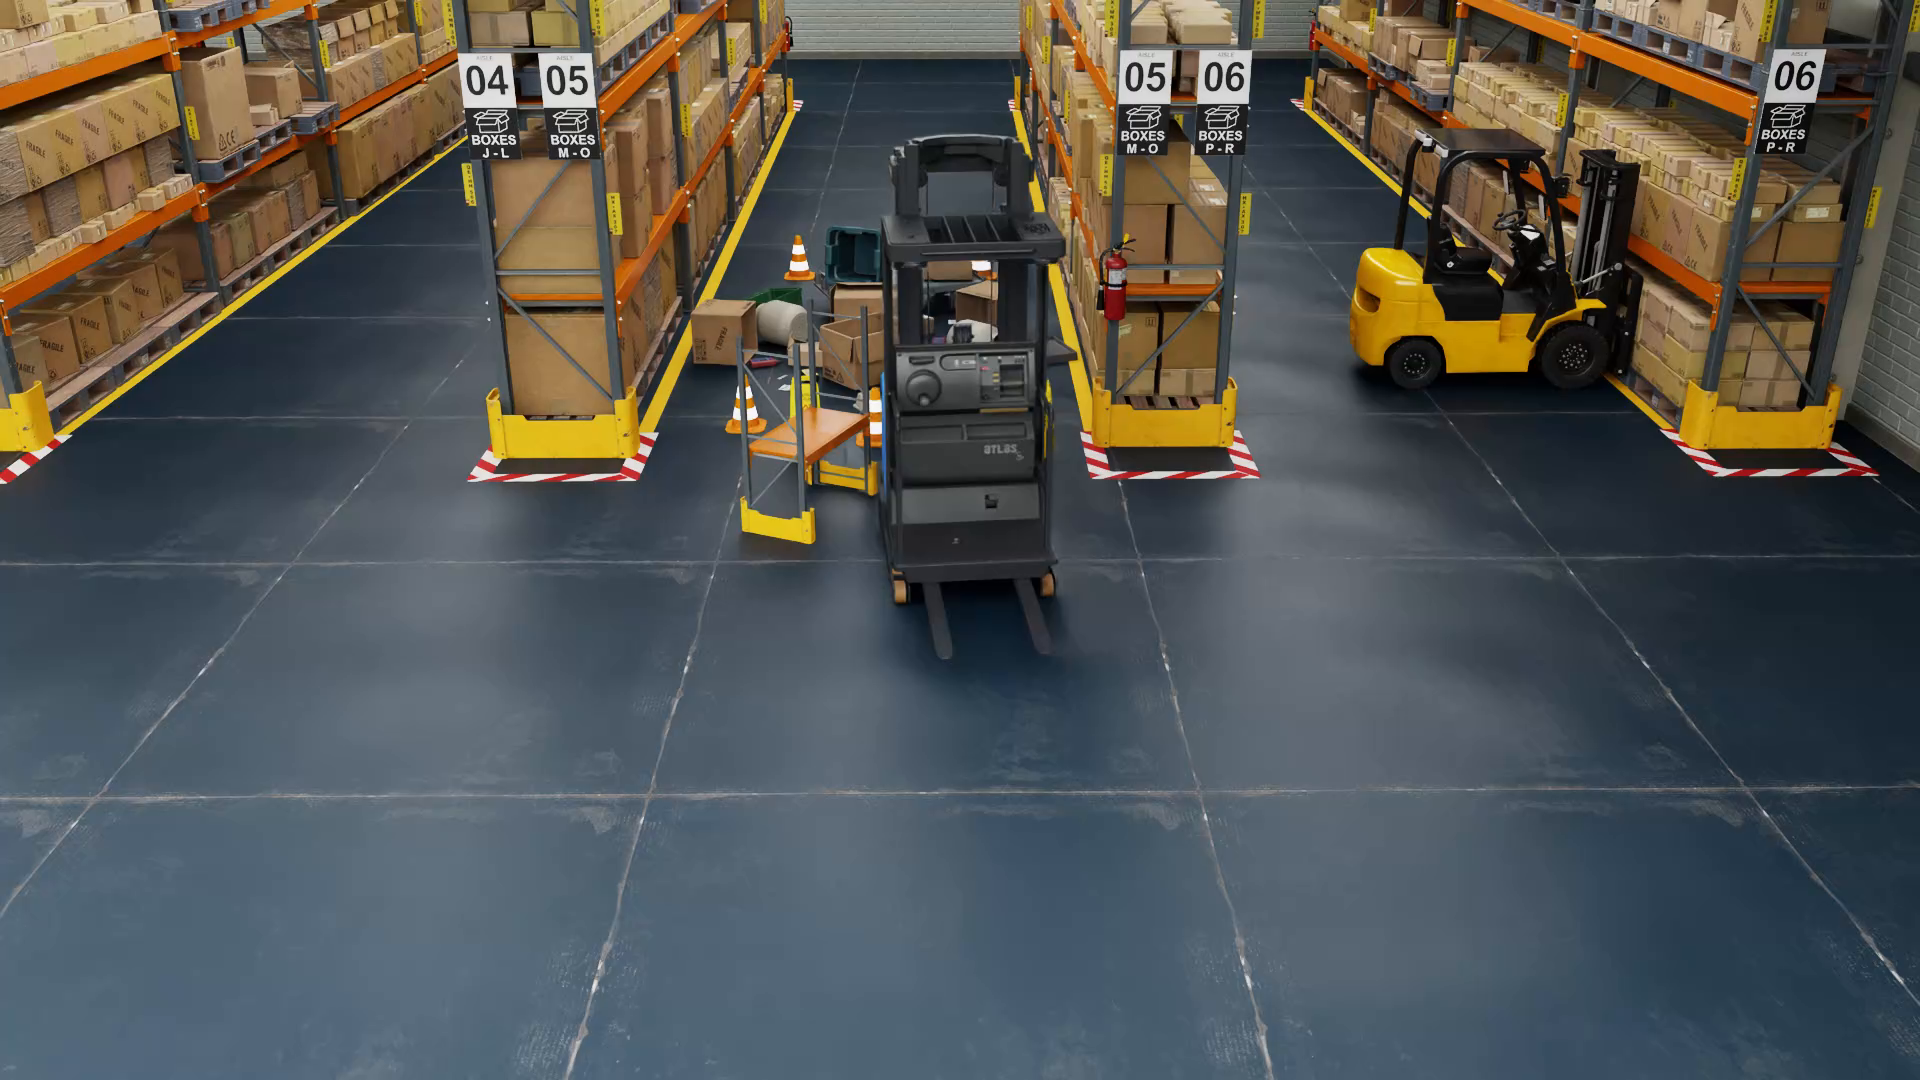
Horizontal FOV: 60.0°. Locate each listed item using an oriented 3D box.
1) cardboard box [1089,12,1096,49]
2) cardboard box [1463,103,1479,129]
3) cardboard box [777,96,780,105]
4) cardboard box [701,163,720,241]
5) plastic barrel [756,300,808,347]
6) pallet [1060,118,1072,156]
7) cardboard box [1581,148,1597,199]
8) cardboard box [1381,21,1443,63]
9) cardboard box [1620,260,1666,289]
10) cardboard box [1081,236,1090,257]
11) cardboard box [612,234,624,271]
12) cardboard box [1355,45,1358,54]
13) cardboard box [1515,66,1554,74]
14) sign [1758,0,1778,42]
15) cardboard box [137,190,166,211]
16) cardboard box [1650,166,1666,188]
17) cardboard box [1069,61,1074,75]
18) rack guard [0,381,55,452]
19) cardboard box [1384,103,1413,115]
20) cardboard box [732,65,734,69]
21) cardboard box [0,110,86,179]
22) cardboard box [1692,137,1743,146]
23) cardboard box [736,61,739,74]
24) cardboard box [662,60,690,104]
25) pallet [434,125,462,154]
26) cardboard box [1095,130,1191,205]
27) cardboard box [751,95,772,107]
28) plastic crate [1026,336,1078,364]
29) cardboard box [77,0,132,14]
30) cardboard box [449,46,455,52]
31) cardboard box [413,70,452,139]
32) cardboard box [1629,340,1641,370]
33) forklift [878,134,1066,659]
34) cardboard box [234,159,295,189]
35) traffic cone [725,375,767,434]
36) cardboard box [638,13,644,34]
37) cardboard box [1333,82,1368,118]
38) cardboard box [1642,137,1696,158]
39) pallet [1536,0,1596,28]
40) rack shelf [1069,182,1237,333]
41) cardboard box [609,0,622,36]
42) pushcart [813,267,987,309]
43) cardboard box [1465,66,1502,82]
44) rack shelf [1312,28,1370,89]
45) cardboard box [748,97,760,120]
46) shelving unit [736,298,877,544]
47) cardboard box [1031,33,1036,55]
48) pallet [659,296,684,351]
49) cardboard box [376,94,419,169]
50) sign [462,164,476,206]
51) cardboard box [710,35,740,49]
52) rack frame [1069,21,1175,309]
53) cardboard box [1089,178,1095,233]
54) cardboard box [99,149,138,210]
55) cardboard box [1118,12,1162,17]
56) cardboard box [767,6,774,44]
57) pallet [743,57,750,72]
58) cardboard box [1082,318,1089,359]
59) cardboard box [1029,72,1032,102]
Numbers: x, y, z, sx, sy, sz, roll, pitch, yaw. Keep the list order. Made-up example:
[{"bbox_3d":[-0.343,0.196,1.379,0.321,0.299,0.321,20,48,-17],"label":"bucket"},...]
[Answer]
[{"bbox_3d":[1.401,-4.451,14.516,0.500,0.250,0.500,0,24,0],"label":"cardboard box"},{"bbox_3d":[6.336,-5.039,19.817,0.500,0.250,0.500,-1,24,-2],"label":"cardboard box"},{"bbox_3d":[-3.108,-7.092,26.762,0.380,0.149,0.250,0,24,0],"label":"cardboard box"},{"bbox_3d":[-3.408,-3.966,19.482,1.050,0.750,0.750,0,24,0],"label":"cardboard box"},{"bbox_3d":[-1.748,-2.128,16.325,0.512,0.421,0.421,19,30,35],"label":"plastic barrel"},{"bbox_3d":[1.674,-4.572,18.835,1.003,0.211,1.213,0,24,-1],"label":"pallet"},{"bbox_3d":[6.384,-3.497,16.105,0.500,0.500,0.500,0,24,0],"label":"cardboard box"},{"bbox_3d":[6.318,-6.970,23.274,0.700,0.500,0.500,0,24,0],"label":"cardboard box"},{"bbox_3d":[6.320,-2.412,15.439,0.500,0.250,0.500,-1,24,-2],"label":"cardboard box"},{"bbox_3d":[1.346,-2.784,15.778,0.380,0.149,0.250,1,24,2],"label":"cardboard box"},{"bbox_3d":[-3.327,-2.562,13.976,0.875,0.550,0.550,0,24,-1],"label":"cardboard box"},{"bbox_3d":[6.248,-7.485,25.348,0.380,0.149,0.250,0,24,1],"label":"cardboard box"},{"bbox_3d":[6.895,-5.599,19.965,0.380,0.149,0.250,0,24,1],"label":"cardboard box"},{"bbox_3d":[6.119,-3.940,12.585,0.100,0.325,0.005,0,24,-1],"label":"sign"},{"bbox_3d":[-7.908,-3.271,16.031,0.380,0.149,0.250,0,24,-1],"label":"cardboard box"},{"bbox_3d":[6.339,-3.213,14.690,0.380,0.149,0.250,0,24,0],"label":"cardboard box"},{"bbox_3d":[1.377,-5.081,17.948,0.380,0.149,0.250,-1,24,-3],"label":"cardboard box"},{"bbox_3d":[-8.212,-1.026,13.796,1.175,0.500,0.348,0,24,-1],"label":"rack guard"},{"bbox_3d":[6.349,-6.232,24.009,0.380,0.149,0.250,-1,24,-2],"label":"cardboard box"},{"bbox_3d":[-3.158,-6.252,21.751,0.380,0.149,0.250,0,24,0],"label":"cardboard box"},{"bbox_3d":[-7.950,-3.410,14.338,0.500,0.500,0.500,0,24,-1],"label":"cardboard box"},{"bbox_3d":[6.877,-3.565,15.105,0.380,0.149,0.250,0,24,1],"label":"cardboard box"},{"bbox_3d":[-3.158,-6.327,22.277,0.380,0.149,0.250,-1,24,-2],"label":"cardboard box"},{"bbox_3d":[-3.318,-4.889,17.967,0.700,0.500,0.500,0,24,0],"label":"cardboard box"},{"bbox_3d":[-8.272,-6.122,25.413,1.003,0.211,1.213,0,24,-1],"label":"pallet"},{"bbox_3d":[1.475,-3.024,13.485,0.700,0.500,0.500,-1,24,-2],"label":"cardboard box"},{"bbox_3d":[-3.120,-6.796,25.747,0.380,0.149,0.250,0,24,1],"label":"cardboard box"},{"bbox_3d":[0.852,-1.846,16.117,0.402,0.080,0.583,-9,26,-19],"label":"plastic crate"},{"bbox_3d":[-8.050,-5.019,15.648,0.380,0.149,0.250,0,24,0],"label":"cardboard box"},{"bbox_3d":[-8.027,-7.622,25.650,0.380,0.149,0.250,0,24,0],"label":"cardboard box"},{"bbox_3d":[-8.269,-6.574,25.098,0.875,0.875,0.875,0,24,-1],"label":"cardboard box"},{"bbox_3d":[6.348,-1.744,15.177,0.500,0.250,0.500,0,24,0],"label":"cardboard box"},{"bbox_3d":[0.064,-1.053,10.904,1.130,2.935,3.031,-2,24,-5],"label":"forklift"},{"bbox_3d":[-8.245,-4.339,19.677,0.500,0.250,0.500,2,24,5],"label":"cardboard box"},{"bbox_3d":[-1.836,-1.184,14.189,0.336,0.463,0.334,0,24,-1],"label":"traffic cone"},{"bbox_3d":[-2.953,-4.474,14.420,0.380,0.149,0.250,0,24,-1],"label":"cardboard box"},{"bbox_3d":[6.275,-7.024,26.548,0.500,0.500,0.500,0,24,0],"label":"cardboard box"},{"bbox_3d":[6.439,-3.561,15.098,0.380,0.149,0.250,0,24,0],"label":"cardboard box"},{"bbox_3d":[6.596,-5.493,17.232,0.805,0.209,1.217,-1,24,-3],"label":"pallet"},{"bbox_3d":[1.677,-2.675,15.280,1.077,0.370,4.000,0,24,-1],"label":"rack shelf"},{"bbox_3d":[-3.006,-4.194,13.318,0.500,0.250,0.500,-1,24,-1],"label":"cardboard box"},{"bbox_3d":[-0.624,-2.601,17.426,1.648,0.377,0.936,-9,26,-19],"label":"pushcart"},{"bbox_3d":[6.288,-5.597,19.960,0.380,0.149,0.250,0,24,1],"label":"cardboard box"},{"bbox_3d":[6.509,-7.643,26.266,1.077,0.370,4.000,0,24,-1],"label":"rack shelf"},{"bbox_3d":[-3.120,-6.147,23.699,0.500,0.250,0.500,-1,24,-2],"label":"cardboard box"},{"bbox_3d":[-1.127,-0.904,12.313,0.587,1.500,1.083,11,26,22],"label":"shelving unit"},{"bbox_3d":[1.290,-7.100,23.767,0.500,0.250,0.500,-1,24,-2],"label":"cardboard box"},{"bbox_3d":[-3.364,-2.178,16.694,1.003,0.211,1.213,0,24,-1],"label":"pallet"},{"bbox_3d":[-8.304,-5.670,23.099,1.225,0.875,0.875,-1,24,-2],"label":"cardboard box"},{"bbox_3d":[-3.793,-2.753,12.888,0.100,0.325,0.005,0,24,-1],"label":"sign"},{"bbox_3d":[-3.168,-6.706,22.393,0.380,0.149,0.250,-1,24,-3],"label":"cardboard box"},{"bbox_3d":[1.655,-3.827,16.954,1.000,3.000,0.127,0,24,-1],"label":"rack frame"},{"bbox_3d":[1.414,-2.994,14.632,0.500,0.500,0.500,0,24,-1],"label":"cardboard box"},{"bbox_3d":[-8.235,-3.366,15.453,0.875,0.500,0.500,0,24,-1],"label":"cardboard box"},{"bbox_3d":[1.414,-4.143,13.352,0.380,0.149,0.250,-1,24,-1],"label":"cardboard box"},{"bbox_3d":[-3.117,-7.857,25.383,0.500,0.500,0.500,-1,24,-2],"label":"cardboard box"},{"bbox_3d":[-3.518,-6.656,23.443,1.003,0.211,1.213,0,24,-1],"label":"pallet"},{"bbox_3d":[1.412,-1.878,15.472,0.500,0.250,0.500,-1,24,-2],"label":"cardboard box"},{"bbox_3d":[1.631,-7.524,27.728,0.875,0.438,0.875,-1,24,-2],"label":"cardboard box"}]
